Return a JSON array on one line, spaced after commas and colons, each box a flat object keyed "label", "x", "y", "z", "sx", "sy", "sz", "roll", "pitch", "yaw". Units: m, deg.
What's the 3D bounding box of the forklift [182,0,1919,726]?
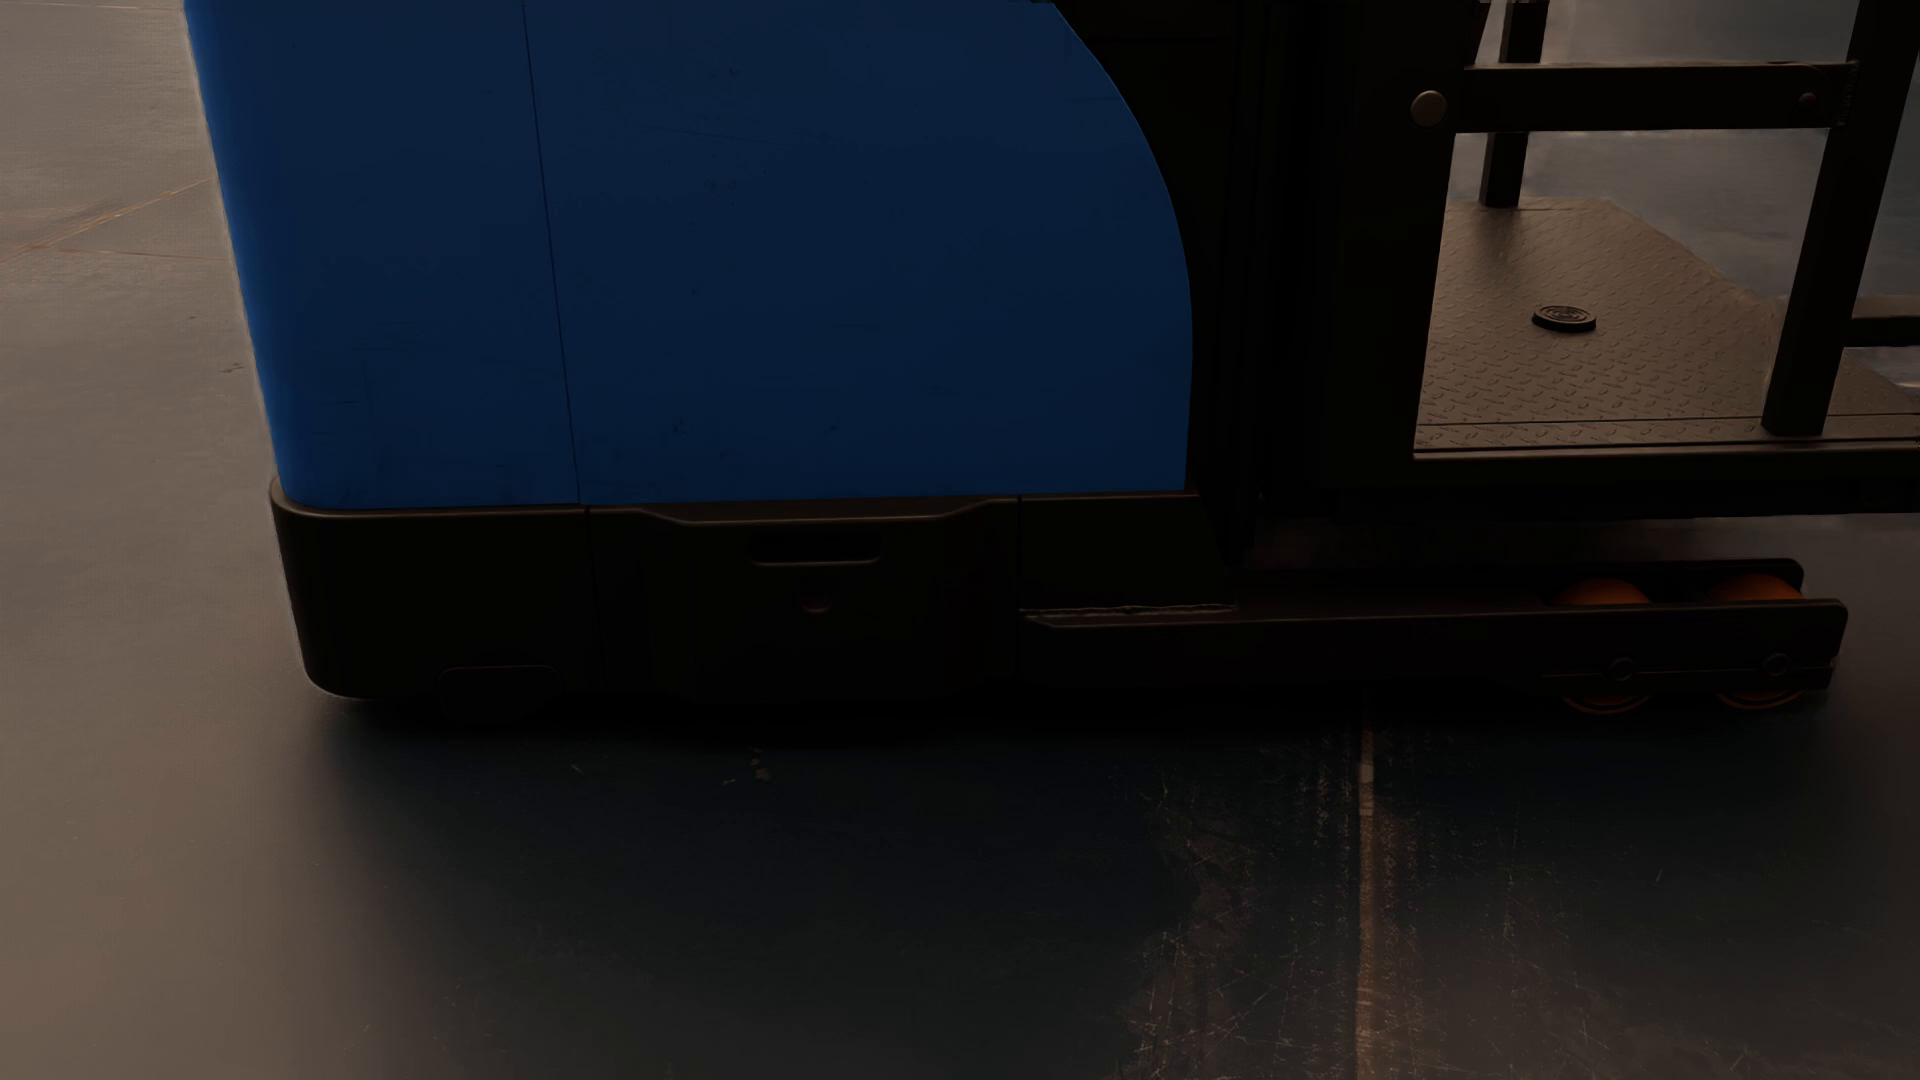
[{"label": "forklift", "x": 0.682, "y": -1.329, "z": 1.881, "sx": 3.031, "sy": 2.935, "sz": 1.130, "roll": -2, "pitch": 27, "yaw": -3}]
